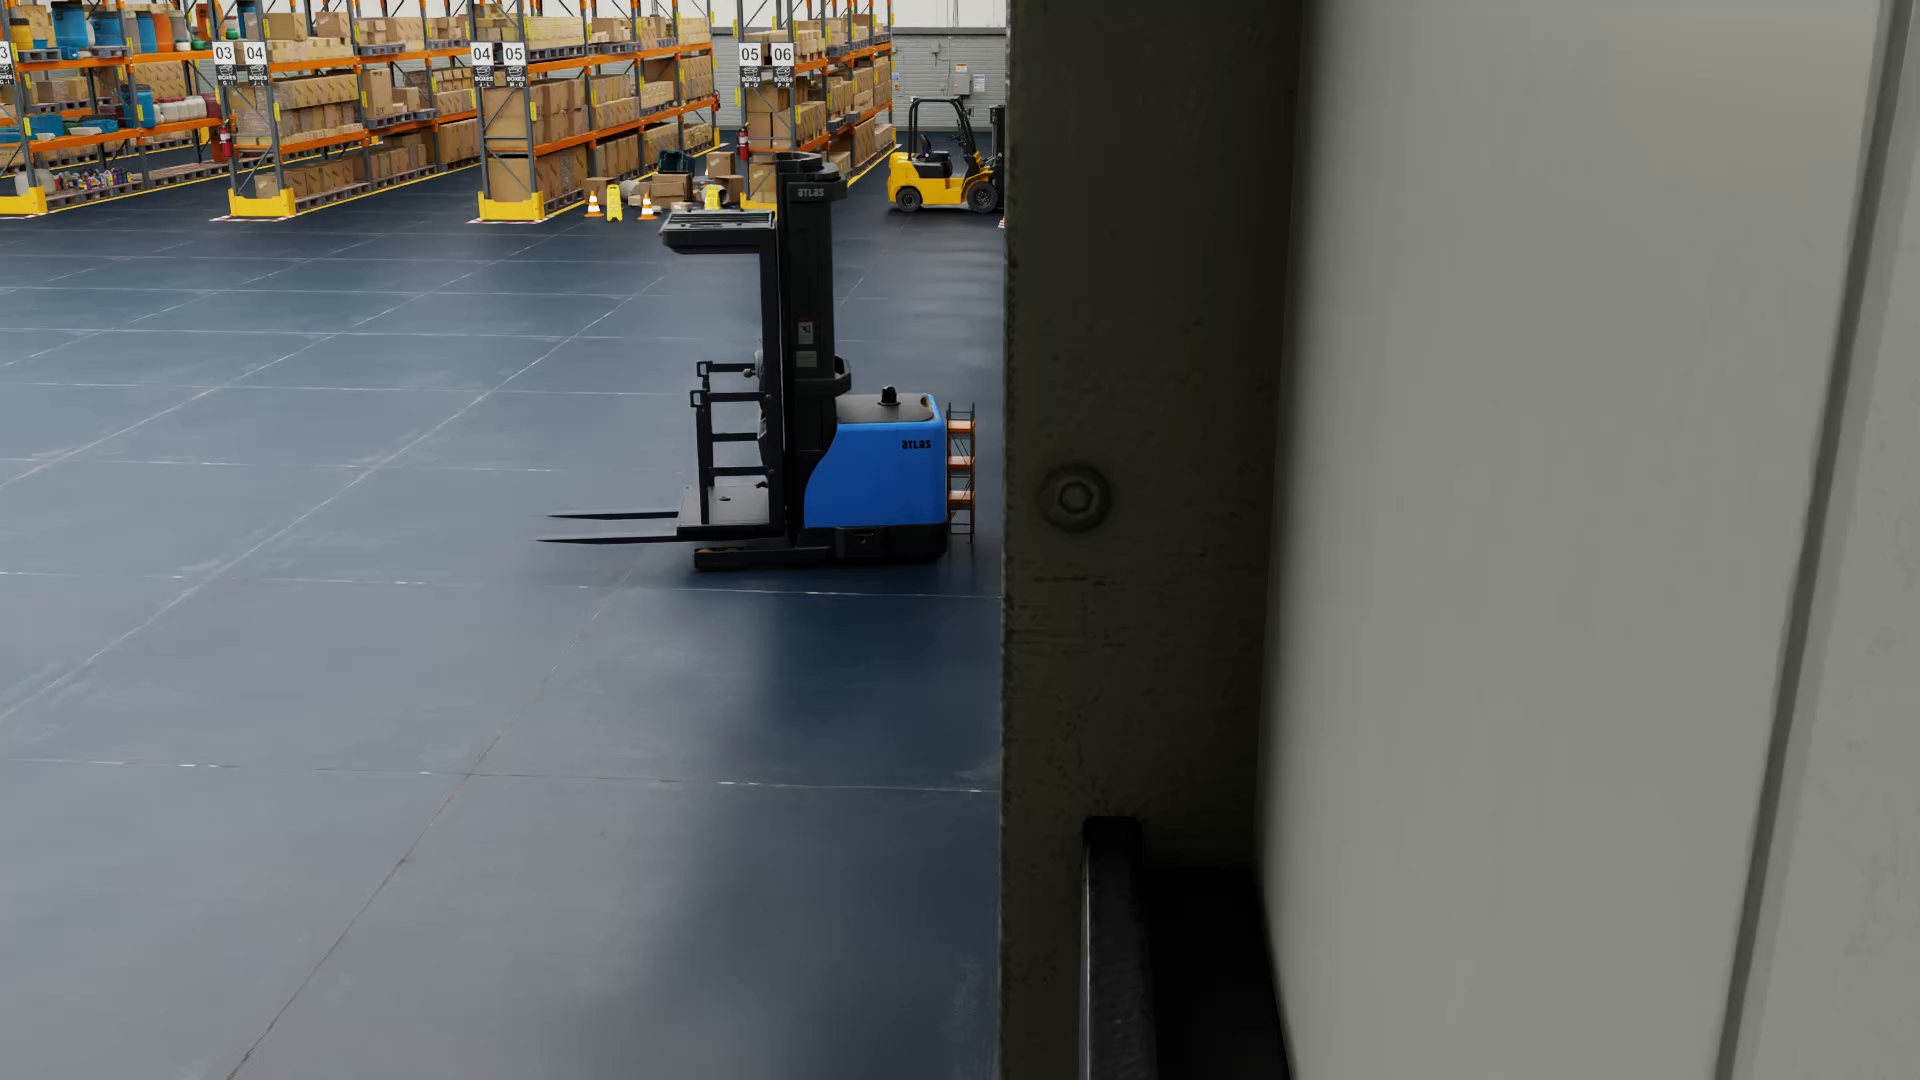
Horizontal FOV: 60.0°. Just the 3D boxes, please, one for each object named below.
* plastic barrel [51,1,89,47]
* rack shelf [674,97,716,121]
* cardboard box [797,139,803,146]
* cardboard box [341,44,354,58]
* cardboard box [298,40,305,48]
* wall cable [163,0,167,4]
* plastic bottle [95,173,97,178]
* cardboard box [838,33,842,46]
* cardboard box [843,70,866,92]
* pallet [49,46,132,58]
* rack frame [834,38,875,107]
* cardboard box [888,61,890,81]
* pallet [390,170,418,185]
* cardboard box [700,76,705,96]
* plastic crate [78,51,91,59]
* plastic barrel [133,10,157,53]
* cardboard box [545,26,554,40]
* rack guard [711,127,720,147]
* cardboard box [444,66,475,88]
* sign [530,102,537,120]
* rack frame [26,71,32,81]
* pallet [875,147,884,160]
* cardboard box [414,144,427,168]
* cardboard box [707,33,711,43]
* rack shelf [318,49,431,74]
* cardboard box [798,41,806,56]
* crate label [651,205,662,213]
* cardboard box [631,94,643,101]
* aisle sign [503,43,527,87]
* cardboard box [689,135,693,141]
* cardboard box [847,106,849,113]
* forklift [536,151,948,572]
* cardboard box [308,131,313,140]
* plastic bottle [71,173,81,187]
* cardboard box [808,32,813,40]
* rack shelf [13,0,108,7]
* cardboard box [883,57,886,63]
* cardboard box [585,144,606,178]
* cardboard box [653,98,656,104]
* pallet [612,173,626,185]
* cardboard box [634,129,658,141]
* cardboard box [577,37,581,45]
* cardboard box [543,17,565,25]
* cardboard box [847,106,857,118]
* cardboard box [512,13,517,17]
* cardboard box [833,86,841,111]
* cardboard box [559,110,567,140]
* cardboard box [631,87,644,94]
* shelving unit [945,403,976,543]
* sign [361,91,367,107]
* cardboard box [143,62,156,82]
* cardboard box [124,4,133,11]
[{"bbox_3d":[-18.250,-10.576,34.084,0.600,0.901,0.708,1,18,4],"label":"plastic barrel"},{"bbox_3d":[-7.475,-11.530,44.450,1.077,0.370,4.000,1,18,4],"label":"rack shelf"},{"bbox_3d":[-3.200,-7.586,31.660,0.380,0.149,0.250,1,18,2],"label":"cardboard box"},{"bbox_3d":[-12.904,-10.115,34.400,0.500,0.250,0.500,2,18,6],"label":"cardboard box"},{"bbox_3d":[-13.041,-9.694,32.472,0.380,0.149,0.250,0,18,1],"label":"cardboard box"},{"bbox_3d":[-26.332,-16.091,52.566,3.097,2.526,0.112,1,18,4],"label":"wall cable"},{"bbox_3d":[-17.990,-7.523,34.720,0.061,0.283,0.133,1,18,4],"label":"plastic bottle"},{"bbox_3d":[-2.770,-10.571,35.117,0.500,0.250,0.500,1,18,3],"label":"cardboard box"},{"bbox_3d":[-2.563,-11.071,40.128,0.500,0.500,0.500,2,18,5],"label":"cardboard box"},{"bbox_3d":[-18.026,-10.129,34.503,1.213,0.211,1.003,1,18,4],"label":"pallet"},{"bbox_3d":[-2.674,-11.172,42.201,1.000,3.000,0.127,1,18,4],"label":"rack frame"},{"bbox_3d":[-2.184,-12.782,45.348,0.500,0.500,0.500,2,18,6],"label":"cardboard box"},{"bbox_3d":[-12.993,-8.205,37.625,1.003,0.211,1.213,1,18,4],"label":"pallet"},{"bbox_3d":[-7.176,-12.220,44.760,0.500,0.500,0.500,1,18,4],"label":"cardboard box"},{"bbox_3d":[-17.784,-9.812,33.656,0.243,0.136,0.396,1,18,4],"label":"plastic crate"},{"bbox_3d":[-18.158,-11.252,36.823,0.600,0.901,0.708,1,18,4],"label":"plastic barrel"},{"bbox_3d":[-8.117,-9.725,31.897,0.500,0.250,0.500,1,18,3],"label":"cardboard box"},{"bbox_3d":[-7.337,-11.282,46.551,1.175,0.500,0.348,1,18,4],"label":"rack guard"},{"bbox_3d":[-12.596,-11.719,42.099,0.797,0.503,0.637,1,18,2],"label":"cardboard box"},{"bbox_3d":[-7.926,-7.959,30.878,0.100,0.325,0.005,1,18,4],"label":"sign"},{"bbox_3d":[-27.093,-12.967,47.680,1.000,3.000,0.127,1,18,4],"label":"rack frame"},{"bbox_3d":[-2.541,-10.081,43.351,1.003,0.211,1.213,1,18,4],"label":"pallet"},{"bbox_3d":[-12.873,-8.964,38.769,0.700,0.500,0.500,0,18,1],"label":"cardboard box"},{"bbox_3d":[-7.100,-13.700,45.341,0.500,0.250,0.500,1,18,3],"label":"cardboard box"},{"bbox_3d":[-12.989,-10.613,36.834,1.077,0.370,4.000,1,18,4],"label":"rack shelf"},{"bbox_3d":[-3.187,-9.247,31.272,0.500,0.250,0.500,1,18,3],"label":"cardboard box"},{"bbox_3d":[-5.927,-6.412,32.271,0.250,0.136,0.298,-9,20,-25],"label":"crate label"},{"bbox_3d":[-7.670,-10.376,39.023,0.380,0.149,0.250,2,18,6],"label":"cardboard box"},{"bbox_3d":[-8.185,-8.731,30.576,0.394,0.787,0.004,1,18,4],"label":"aisle sign"},{"bbox_3d":[-7.298,-10.669,44.091,0.380,0.149,0.250,2,18,6],"label":"cardboard box"},{"bbox_3d":[-2.696,-9.661,37.318,0.380,0.149,0.250,0,18,1],"label":"cardboard box"},{"bbox_3d":[-1.644,-1.332,12.281,3.031,2.935,1.130,-2,18,-6],"label":"forklift"},{"bbox_3d":[-13.077,-8.019,32.980,0.380,0.149,0.250,1,18,4],"label":"cardboard box"},{"bbox_3d":[-18.438,-7.506,34.682,0.152,0.276,0.135,1,18,4],"label":"plastic bottle"},{"bbox_3d":[-3.068,-9.785,32.275,0.380,0.149,0.250,2,18,5],"label":"cardboard box"},{"bbox_3d":[-22.582,-13.313,40.899,1.077,0.370,4.000,1,18,4],"label":"rack shelf"},{"bbox_3d":[-2.201,-12.891,44.638,0.380,0.149,0.250,2,18,5],"label":"cardboard box"},{"bbox_3d":[-8.237,-8.092,35.739,1.050,0.750,0.750,1,18,4],"label":"cardboard box"},{"bbox_3d":[-7.579,-10.635,40.292,0.380,0.149,0.250,2,18,5],"label":"cardboard box"},{"bbox_3d":[-8.127,-8.063,37.190,1.003,0.211,1.213,1,18,4],"label":"pallet"},{"bbox_3d":[-7.578,-9.743,39.976,0.500,0.250,0.500,1,18,3],"label":"cardboard box"},{"bbox_3d":[-7.917,-10.121,33.745,0.380,0.149,0.250,2,18,5],"label":"cardboard box"},{"bbox_3d":[-7.991,-10.186,32.662,0.380,0.149,0.250,1,18,3],"label":"cardboard box"},{"bbox_3d":[-2.675,-10.005,38.880,0.500,0.250,0.500,1,18,3],"label":"cardboard box"},{"bbox_3d":[-12.416,-14.021,45.082,0.700,0.500,0.500,1,18,2],"label":"cardboard box"},{"bbox_3d":[-2.843,-9.524,35.859,0.500,0.500,0.500,1,18,4],"label":"cardboard box"},{"bbox_3d":[-8.317,-8.220,32.950,0.875,0.550,0.500,1,18,4],"label":"cardboard box"},{"bbox_3d":[-7.662,-10.594,39.212,0.380,0.149,0.250,1,18,2],"label":"cardboard box"},{"bbox_3d":[0.004,-0.516,12.810,0.215,1.050,0.252,1,18,4],"label":"shelving unit"},{"bbox_3d":[-12.590,-9.310,35.129,0.100,0.325,0.005,1,18,4],"label":"sign"},{"bbox_3d":[-22.051,-12.598,44.787,0.500,0.500,0.500,1,18,2],"label":"cardboard box"},{"bbox_3d":[-22.265,-13.868,43.844,0.700,0.500,0.500,1,18,4],"label":"cardboard box"}]
